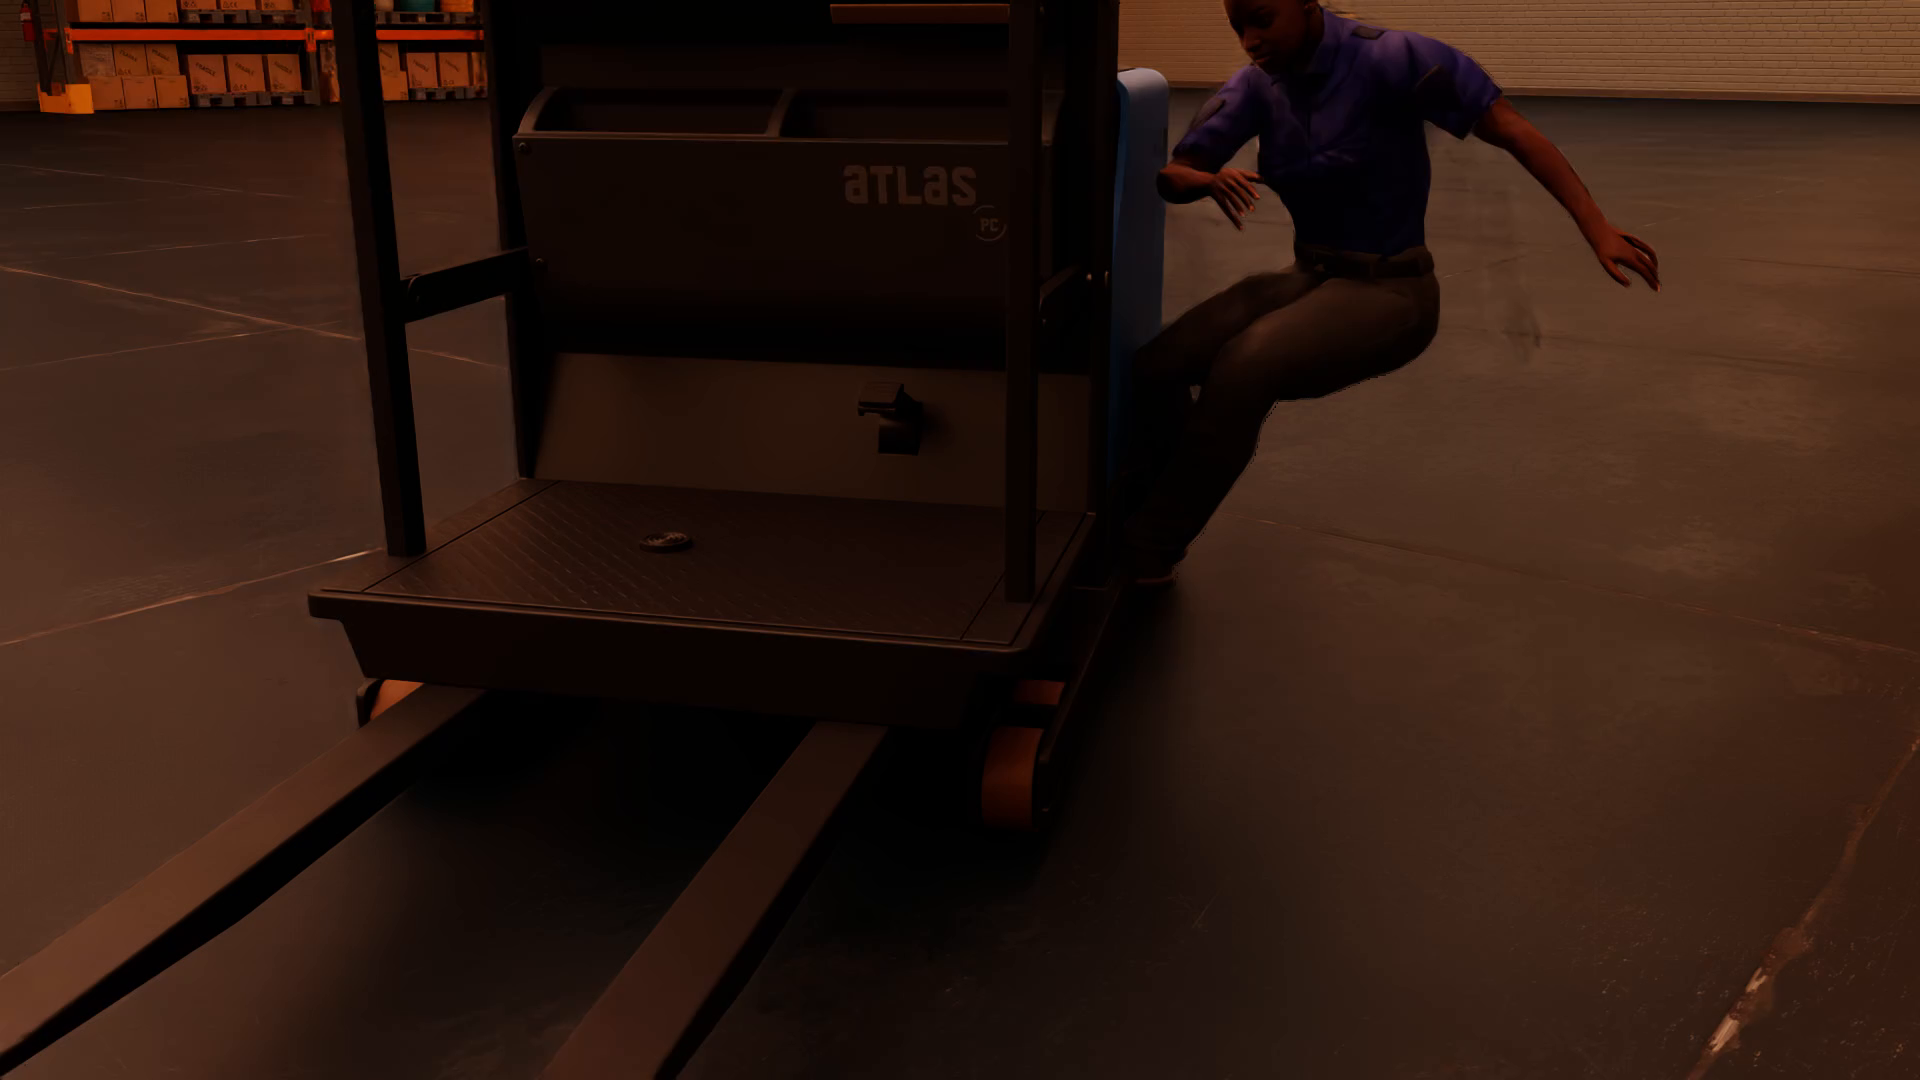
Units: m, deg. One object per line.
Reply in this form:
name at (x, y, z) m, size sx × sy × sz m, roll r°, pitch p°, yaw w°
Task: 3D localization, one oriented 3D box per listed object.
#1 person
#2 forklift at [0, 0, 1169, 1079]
person at (0.658, -0.448, 3.240) m, size 0.904 × 1.374 × 0.998 m, roll -12°, pitch 20°, yaw -34°
forklift at (-0.336, -1.081, 2.456) m, size 1.130 × 2.935 × 3.031 m, roll 4°, pitch 17°, yaw 12°
